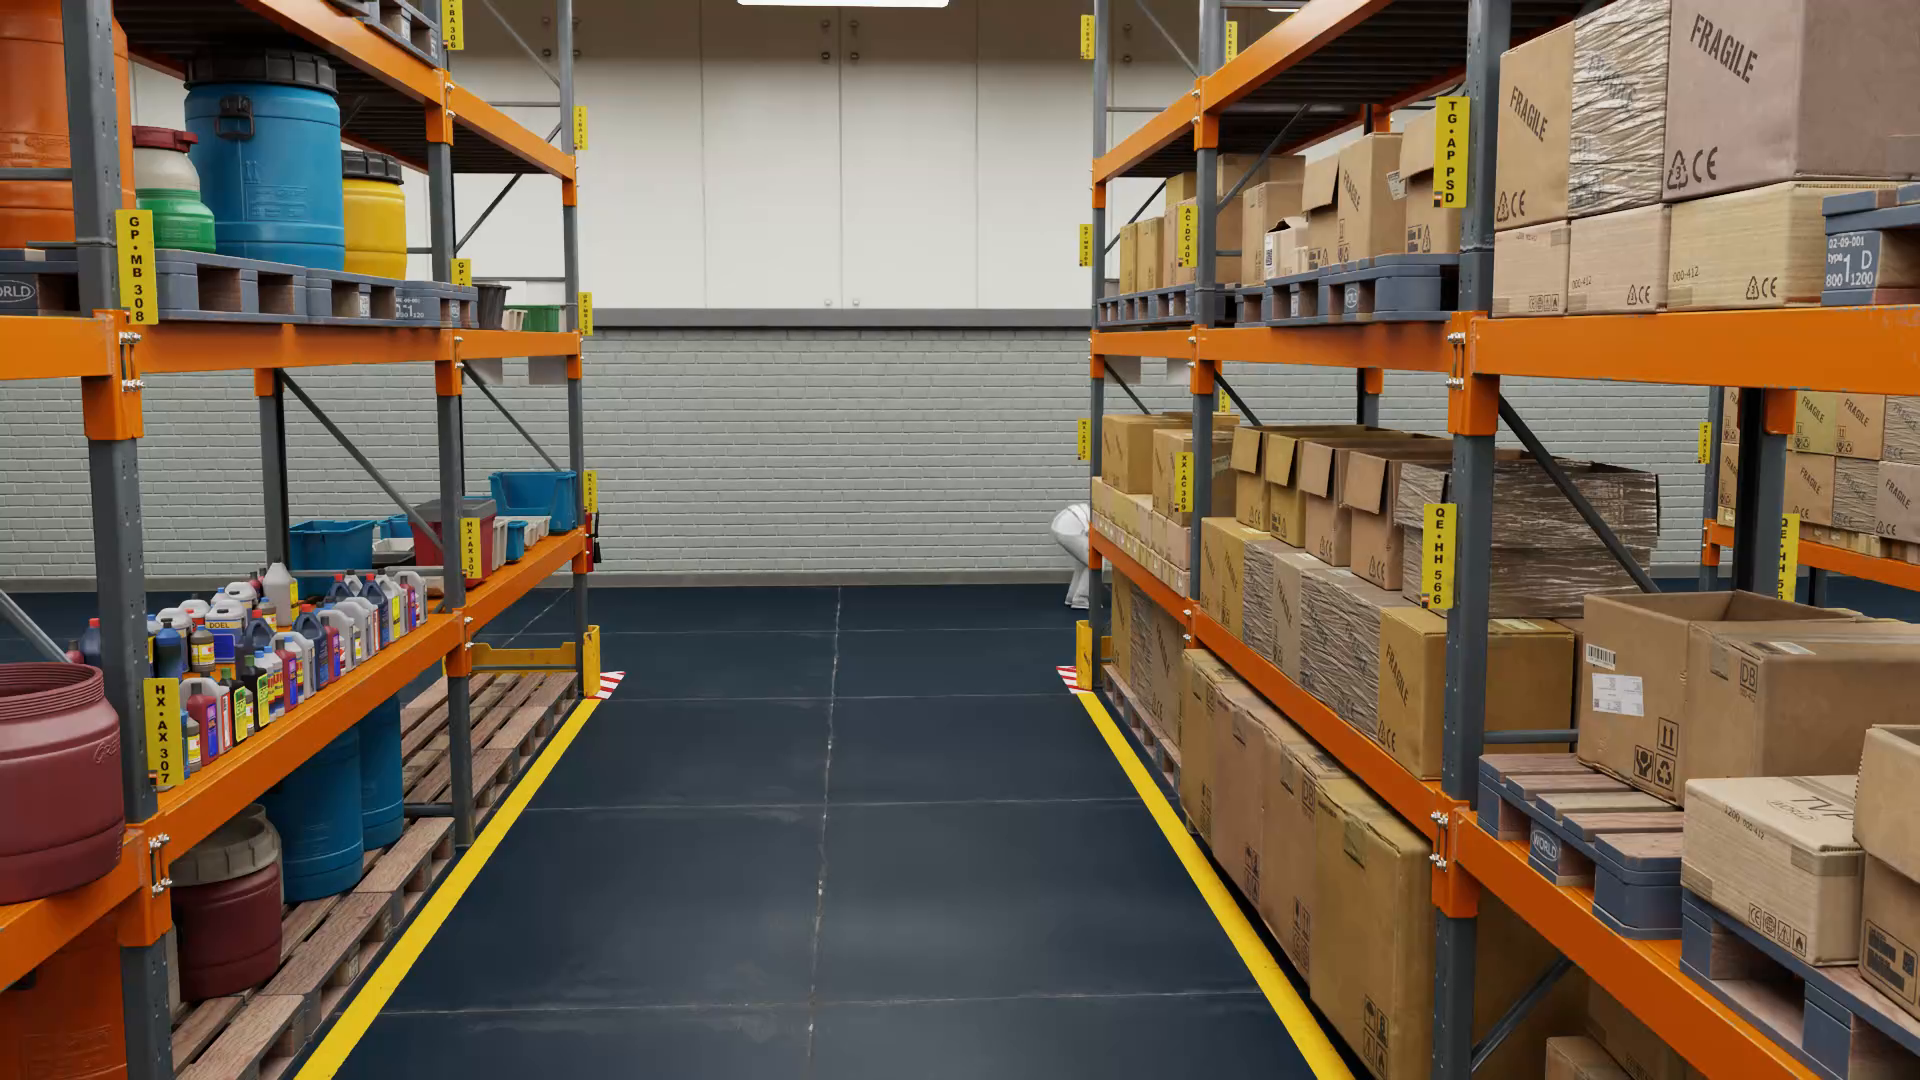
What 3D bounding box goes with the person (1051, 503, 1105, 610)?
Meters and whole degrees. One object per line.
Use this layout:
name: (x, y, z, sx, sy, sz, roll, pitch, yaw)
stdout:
person: (1.459, 0.117, 17.195, 1.028, 1.171, 0.516, -1, 7, -6)
